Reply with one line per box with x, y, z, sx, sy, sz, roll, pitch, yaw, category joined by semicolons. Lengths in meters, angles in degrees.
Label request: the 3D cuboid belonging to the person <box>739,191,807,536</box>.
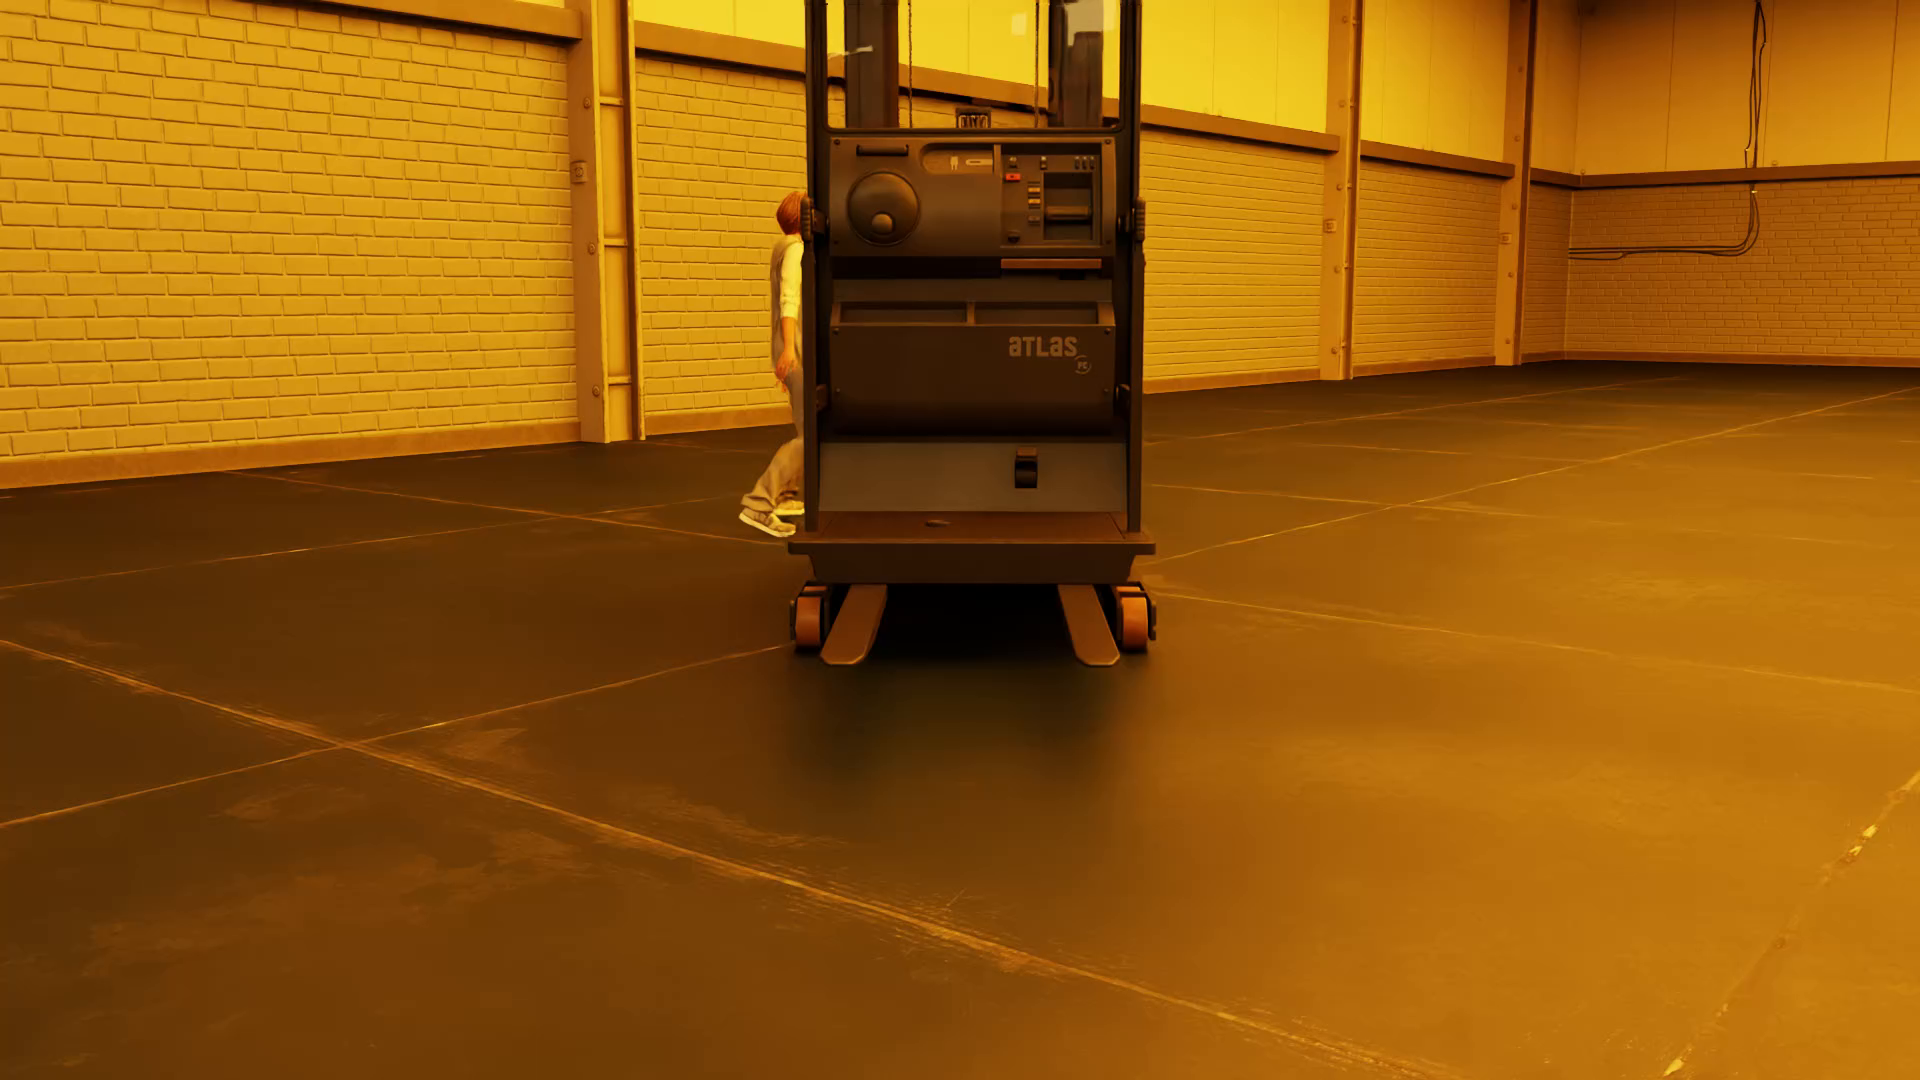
-0.797;-0.803;7.573;0.450;1.554;0.747;-1;8;-9;person

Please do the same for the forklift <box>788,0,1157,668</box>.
0.040;-1.158;5.199;1.130;2.935;3.031;0;8;1;forklift
